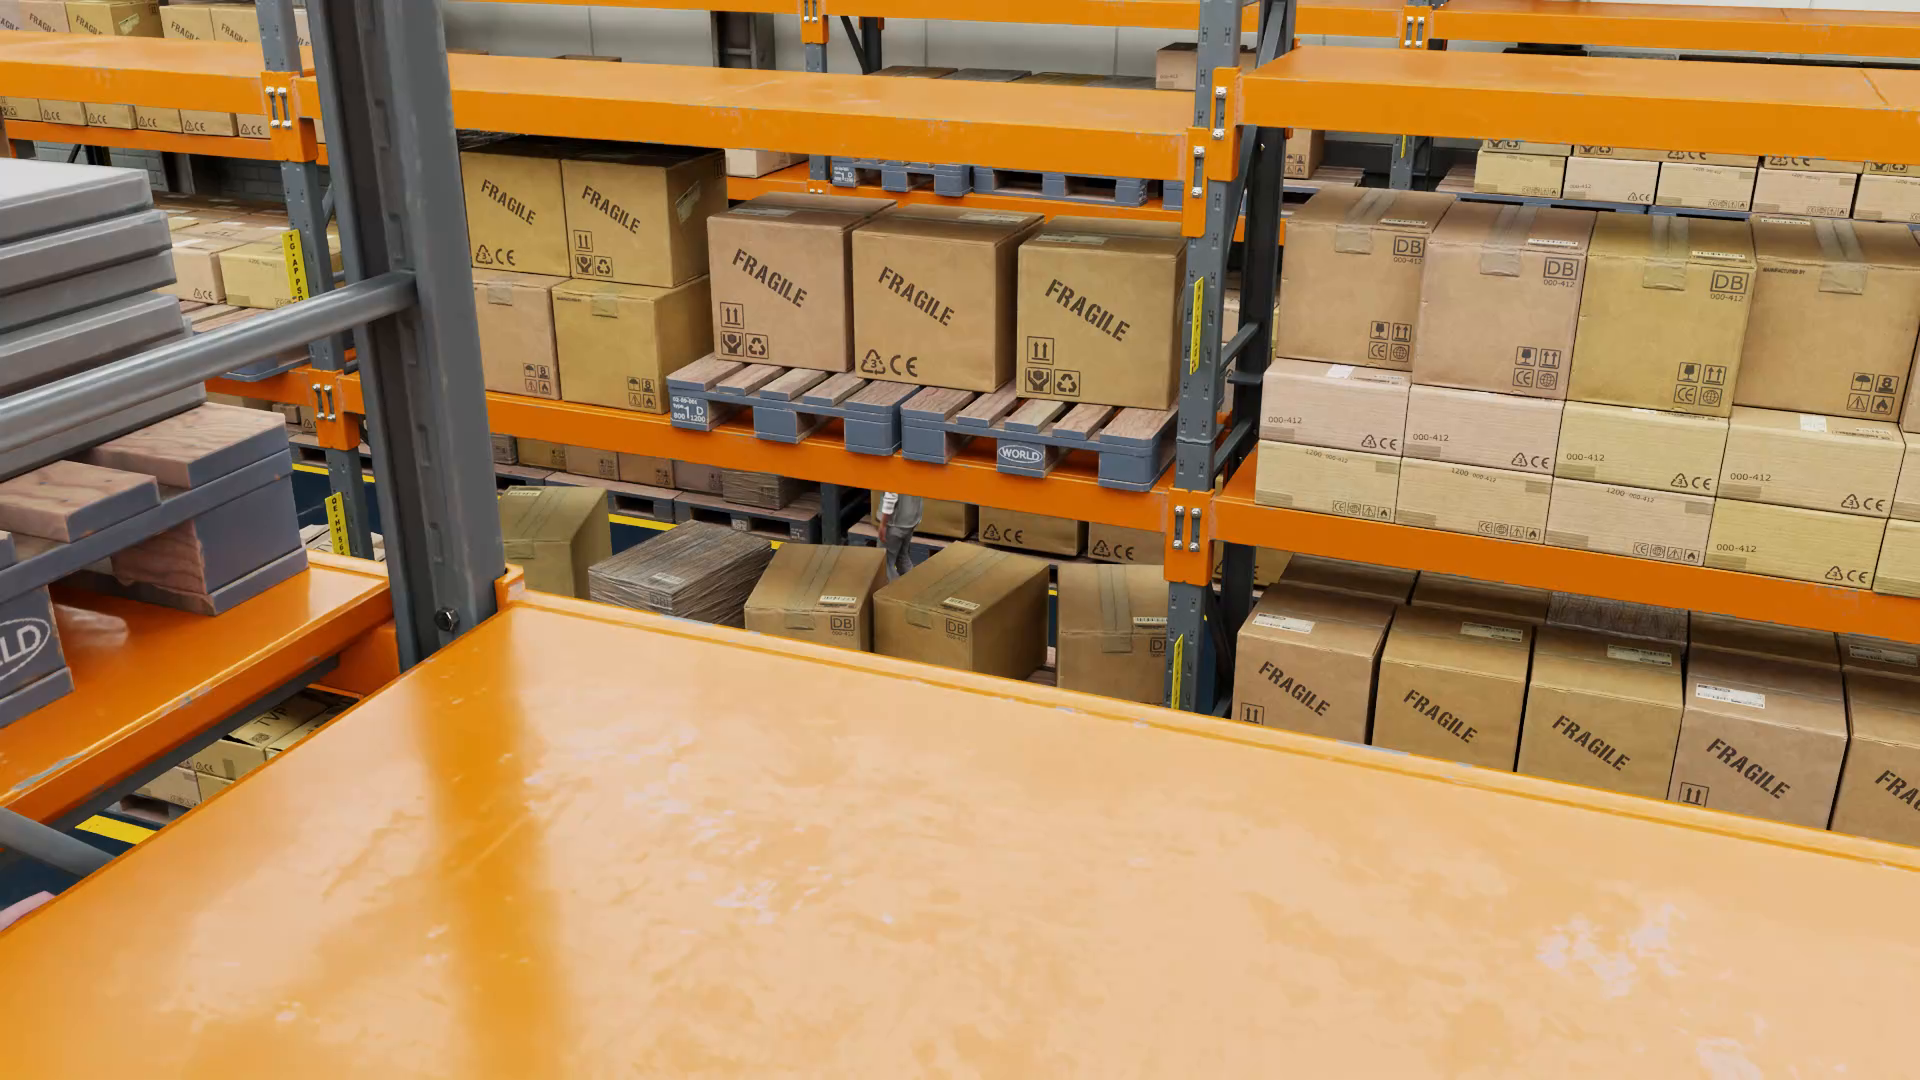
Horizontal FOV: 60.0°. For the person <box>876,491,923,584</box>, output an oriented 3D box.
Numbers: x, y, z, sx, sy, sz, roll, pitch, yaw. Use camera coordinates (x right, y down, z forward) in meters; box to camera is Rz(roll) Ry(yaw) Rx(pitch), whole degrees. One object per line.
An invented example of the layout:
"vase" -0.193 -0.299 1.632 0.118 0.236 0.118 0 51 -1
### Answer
"person" -0.446 -0.150 11.266 0.376 1.590 0.468 8 24 18
